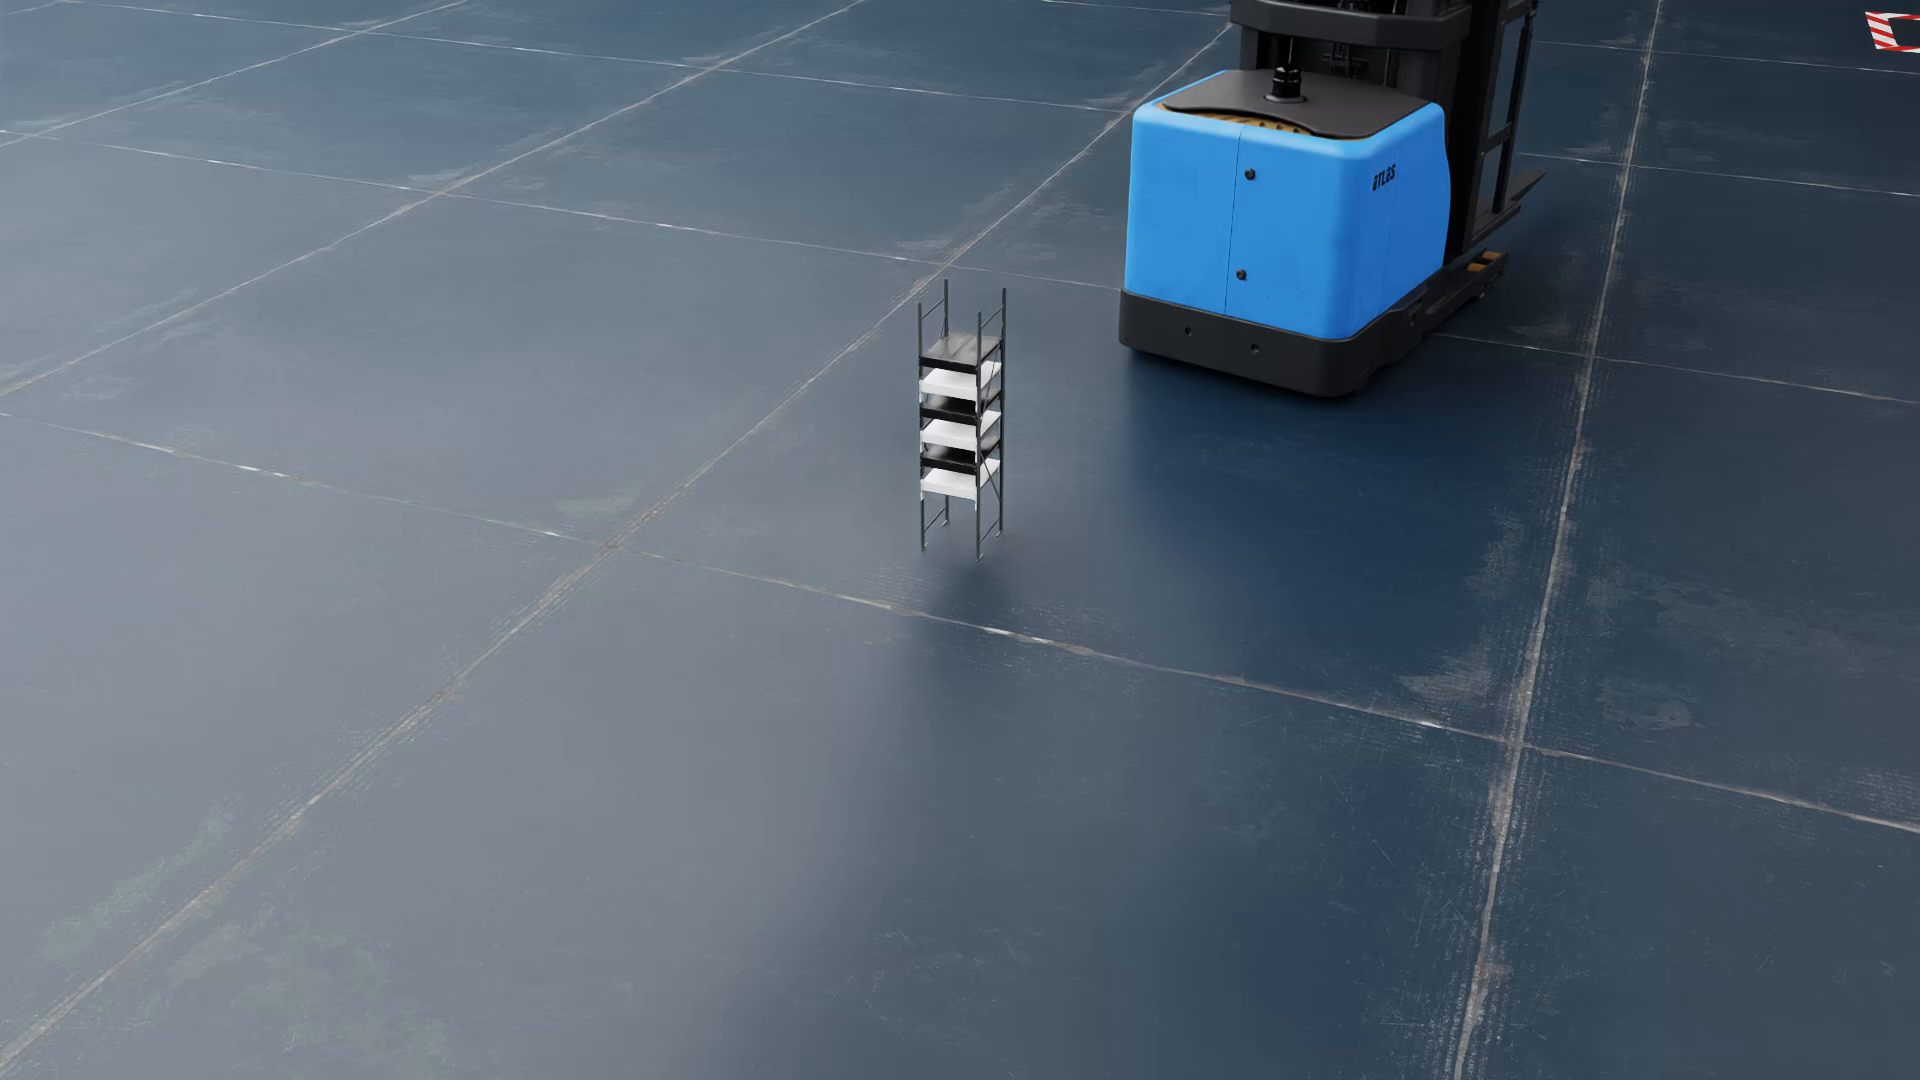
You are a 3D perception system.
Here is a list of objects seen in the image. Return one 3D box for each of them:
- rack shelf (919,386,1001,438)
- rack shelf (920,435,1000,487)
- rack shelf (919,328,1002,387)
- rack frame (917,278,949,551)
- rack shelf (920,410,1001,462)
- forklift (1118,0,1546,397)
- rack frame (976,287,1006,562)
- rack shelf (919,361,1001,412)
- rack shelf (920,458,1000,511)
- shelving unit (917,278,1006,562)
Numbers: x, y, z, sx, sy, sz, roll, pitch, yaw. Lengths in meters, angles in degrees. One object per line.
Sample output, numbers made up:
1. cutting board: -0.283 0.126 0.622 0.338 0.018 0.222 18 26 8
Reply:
1. rack shelf: 0.008 -0.440 5.498 0.200 0.077 0.258 11 31 19
2. rack shelf: 0.008 -0.283 5.587 0.200 0.077 0.258 11 31 19
3. rack shelf: 0.008 -0.596 5.409 0.200 0.077 0.258 11 31 19
4. rack frame: -0.087 -0.409 5.559 0.006 0.900 0.240 11 31 19
5. rack shelf: 0.008 -0.361 5.542 0.200 0.077 0.258 11 31 19
6. forklift: 1.936 -2.518 7.225 1.130 2.935 3.031 19 35 30
7. rack frame: 0.102 -0.371 5.493 0.006 0.900 0.240 11 31 19
8. rack shelf: 0.008 -0.518 5.454 0.200 0.077 0.258 11 31 19
9. rack shelf: 0.008 -0.205 5.631 0.200 0.077 0.258 11 31 19
10. shelving unit: 0.008 -0.390 5.526 0.210 0.900 0.258 11 31 19
